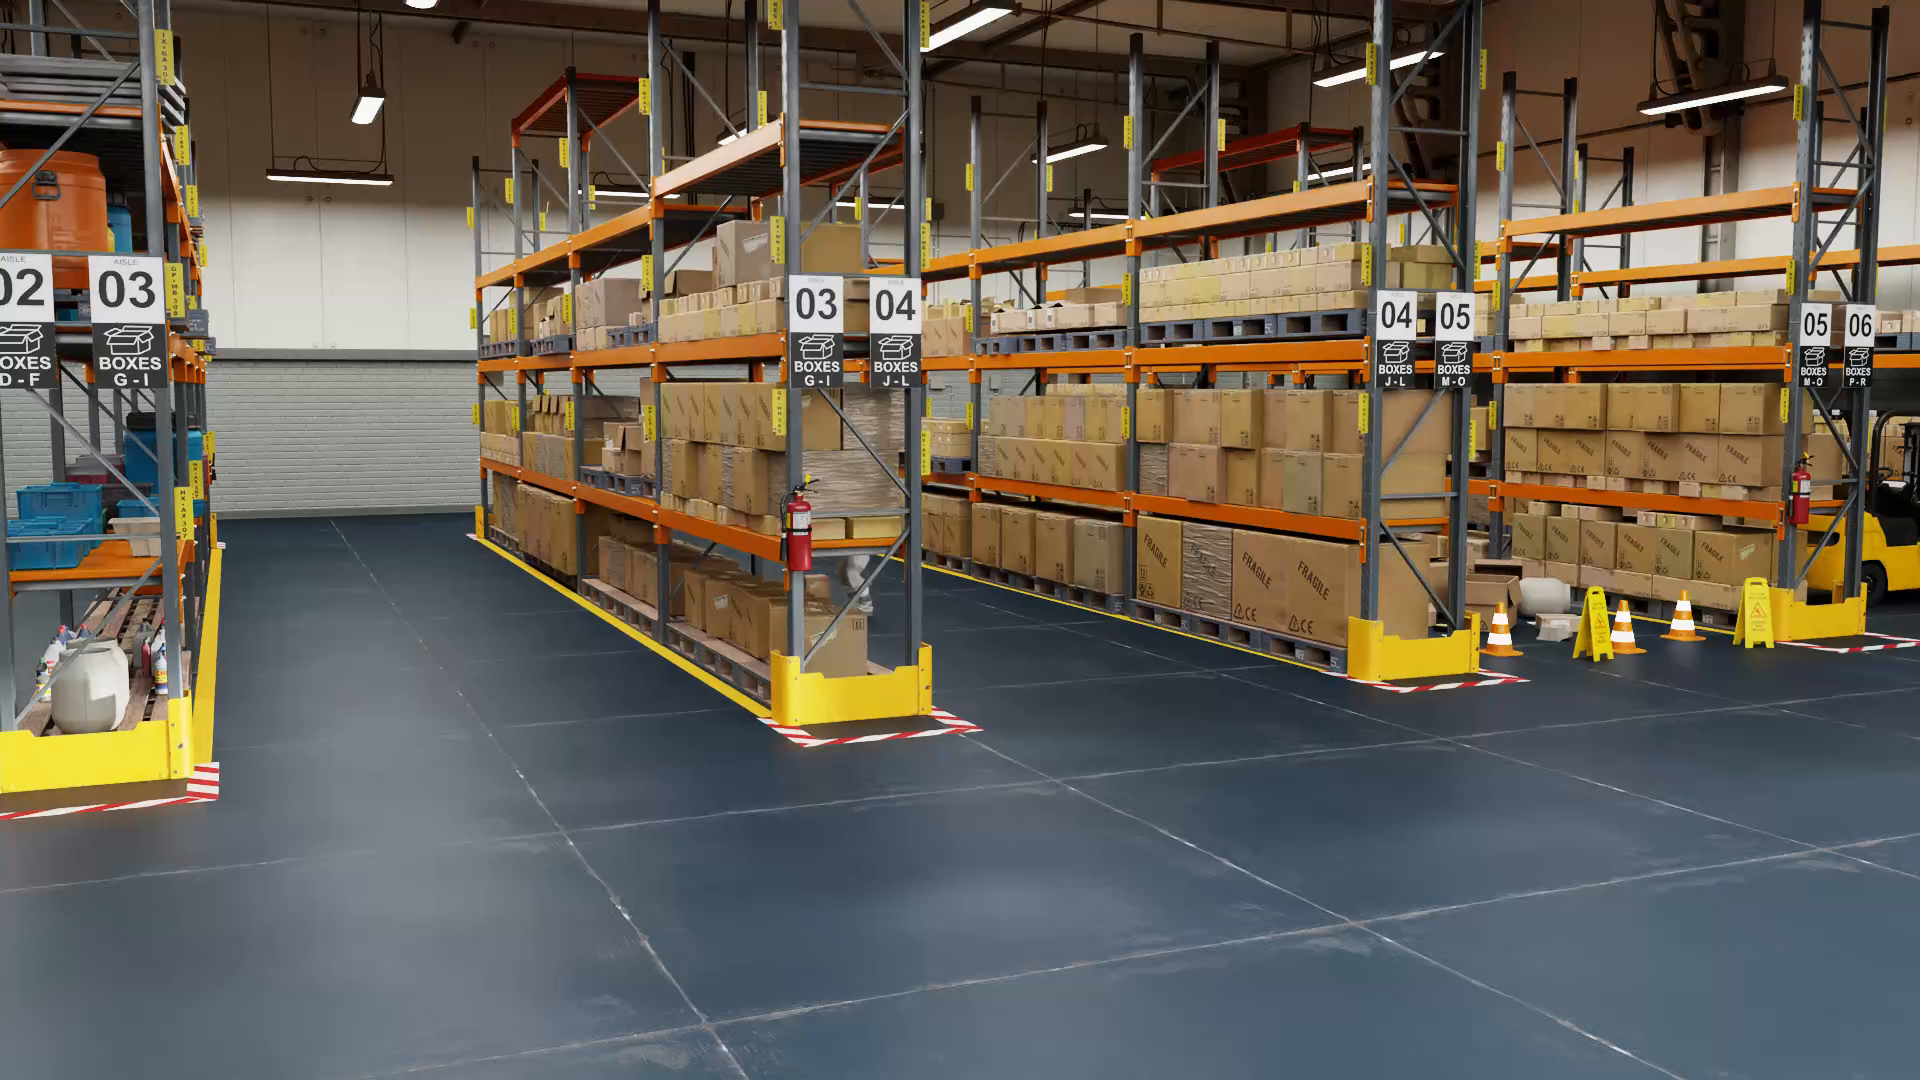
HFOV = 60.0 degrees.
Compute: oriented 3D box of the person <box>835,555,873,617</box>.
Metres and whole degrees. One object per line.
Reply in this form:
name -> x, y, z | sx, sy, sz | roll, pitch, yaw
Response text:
person -> -1.114, 0.001, 17.452 | 0.602, 1.627, 0.568 | -2, 6, -23
